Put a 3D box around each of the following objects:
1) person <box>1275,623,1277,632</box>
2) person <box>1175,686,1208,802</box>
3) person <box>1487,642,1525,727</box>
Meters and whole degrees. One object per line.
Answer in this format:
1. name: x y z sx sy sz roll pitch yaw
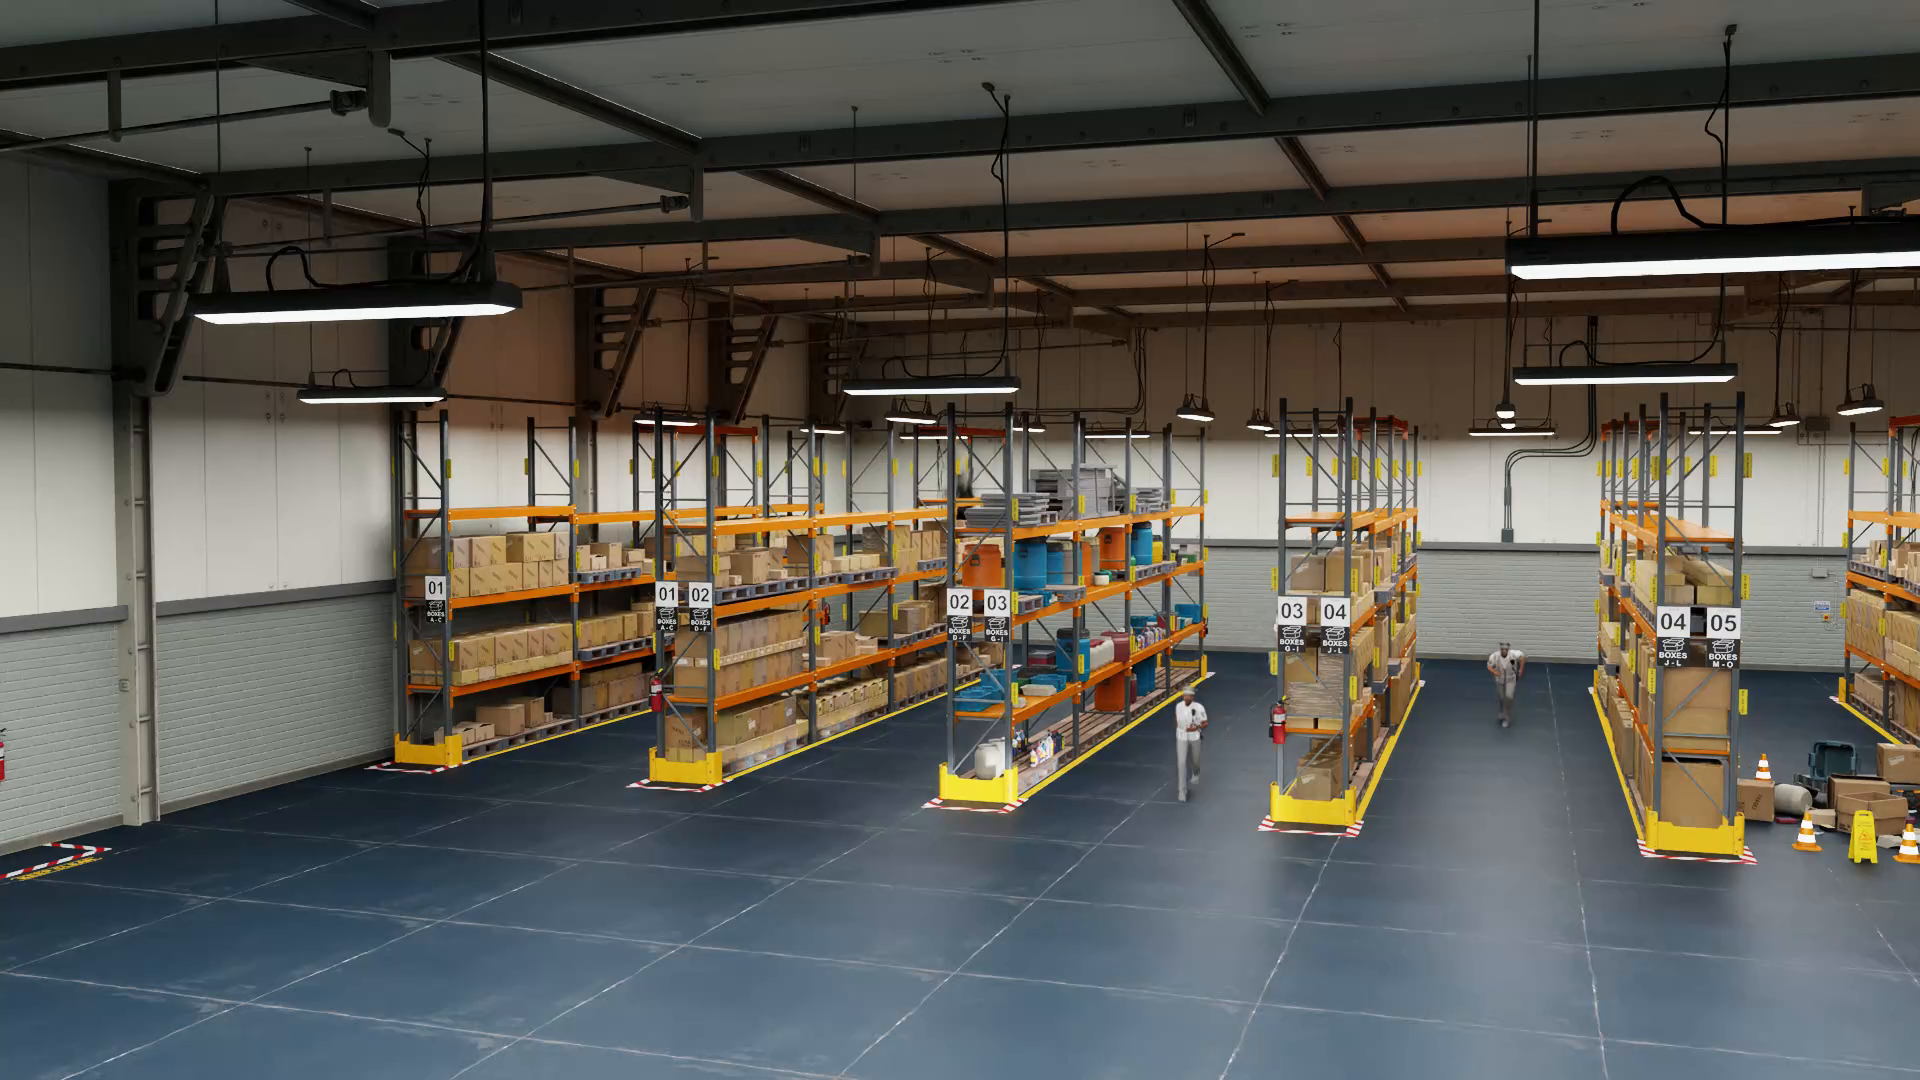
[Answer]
1. person: 8.020 2.429 41.116 0.560 1.651 0.630 2 3 35
2. person: 3.535 3.085 25.447 0.532 1.741 0.998 1 3 13
3. person: 10.696 2.810 32.592 0.707 1.721 1.018 1 3 19
